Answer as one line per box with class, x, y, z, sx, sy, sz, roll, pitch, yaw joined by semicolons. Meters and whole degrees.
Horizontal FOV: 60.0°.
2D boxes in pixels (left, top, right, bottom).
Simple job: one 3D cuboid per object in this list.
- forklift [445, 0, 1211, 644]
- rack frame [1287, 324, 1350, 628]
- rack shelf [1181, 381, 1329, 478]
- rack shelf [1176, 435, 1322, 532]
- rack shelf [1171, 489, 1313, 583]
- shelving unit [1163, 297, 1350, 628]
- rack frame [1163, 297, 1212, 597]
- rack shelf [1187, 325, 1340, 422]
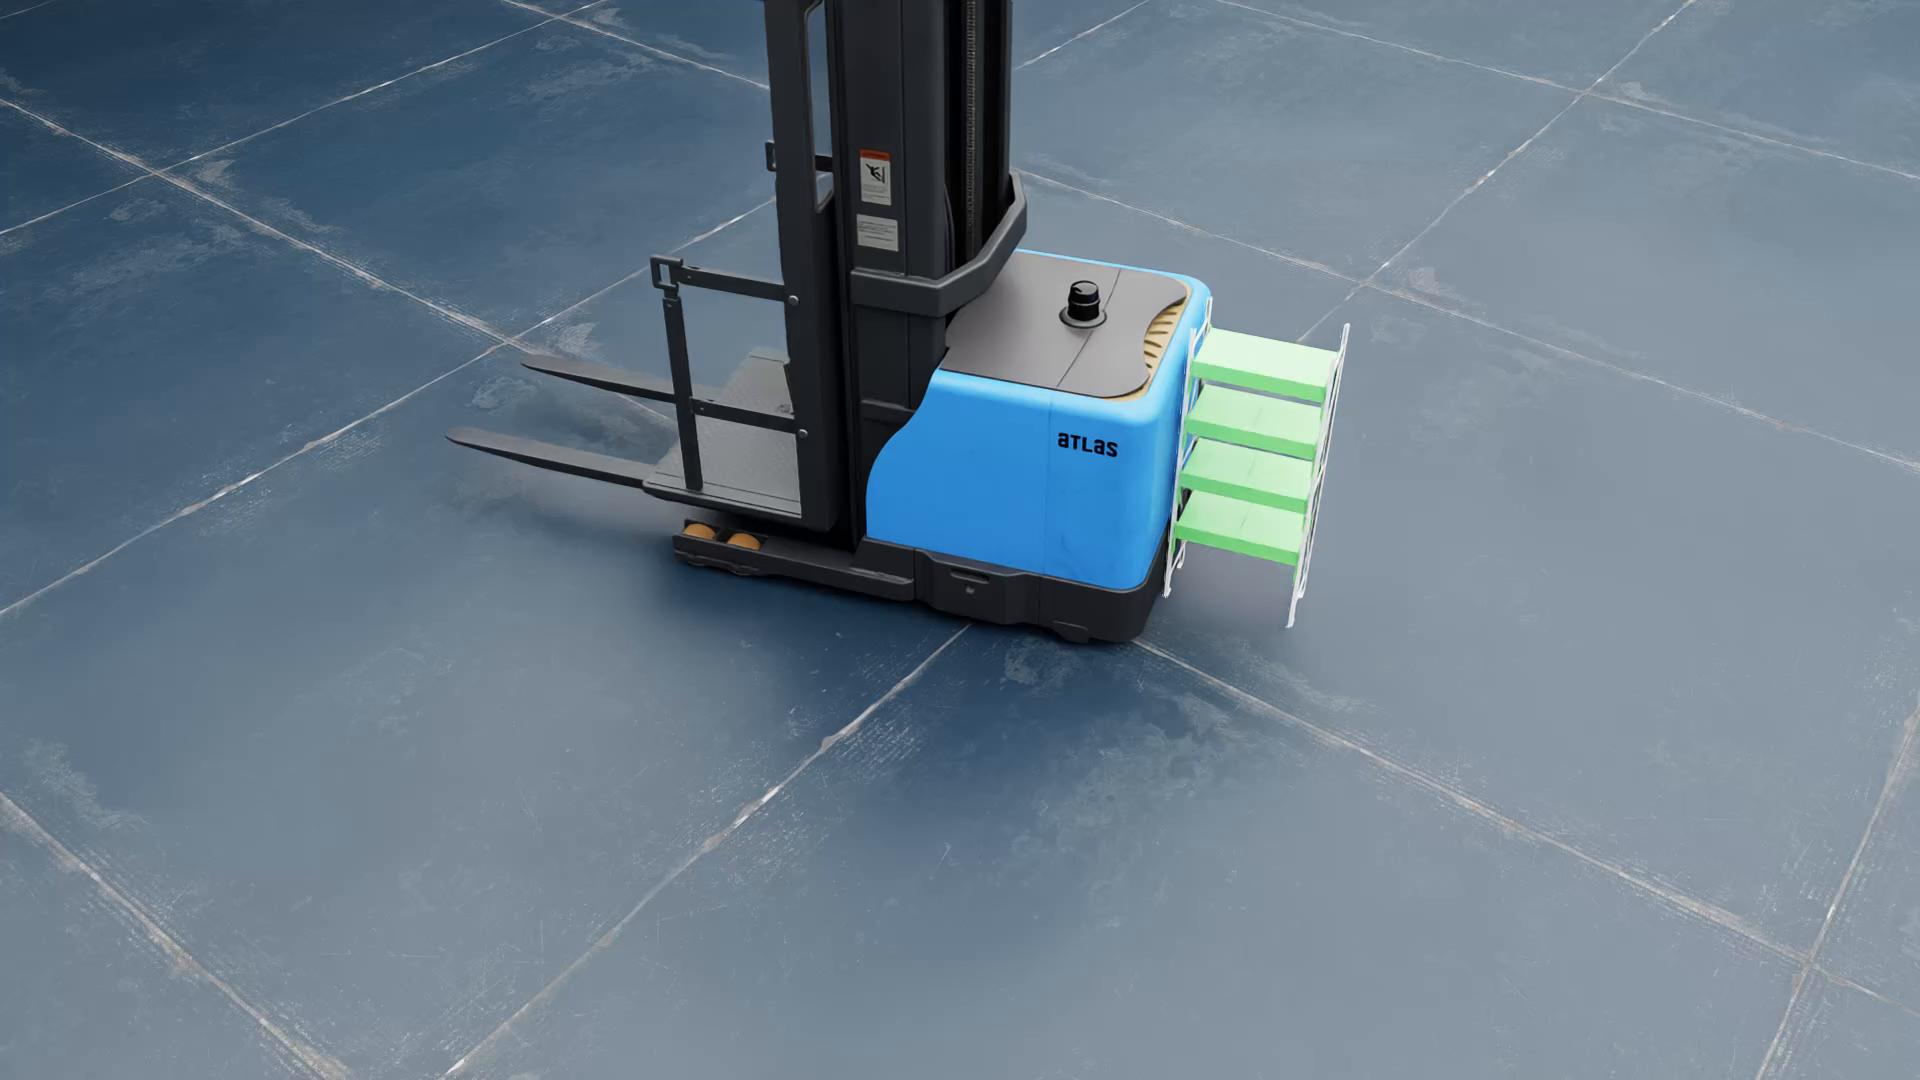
forklift;-0.615;-1.308;6.043;3.031;2.935;1.130;12;40;15
rack frame;1.297;-0.208;6.042;0.015;1.200;0.240;14;40;17
rack shelf;1.071;-0.402;6.004;0.480;0.148;0.258;14;40;17
rack shelf;1.070;-0.213;6.152;0.480;0.148;0.258;14;40;17
rack shelf;1.070;-0.024;6.300;0.480;0.148;0.258;14;40;17
shelving unit;1.071;-0.263;6.112;0.503;1.200;0.258;14;40;17
rack frame;0.844;-0.319;6.182;0.015;1.200;0.240;14;40;17
rack shelf;1.071;-0.591;5.855;0.480;0.148;0.258;14;40;17
